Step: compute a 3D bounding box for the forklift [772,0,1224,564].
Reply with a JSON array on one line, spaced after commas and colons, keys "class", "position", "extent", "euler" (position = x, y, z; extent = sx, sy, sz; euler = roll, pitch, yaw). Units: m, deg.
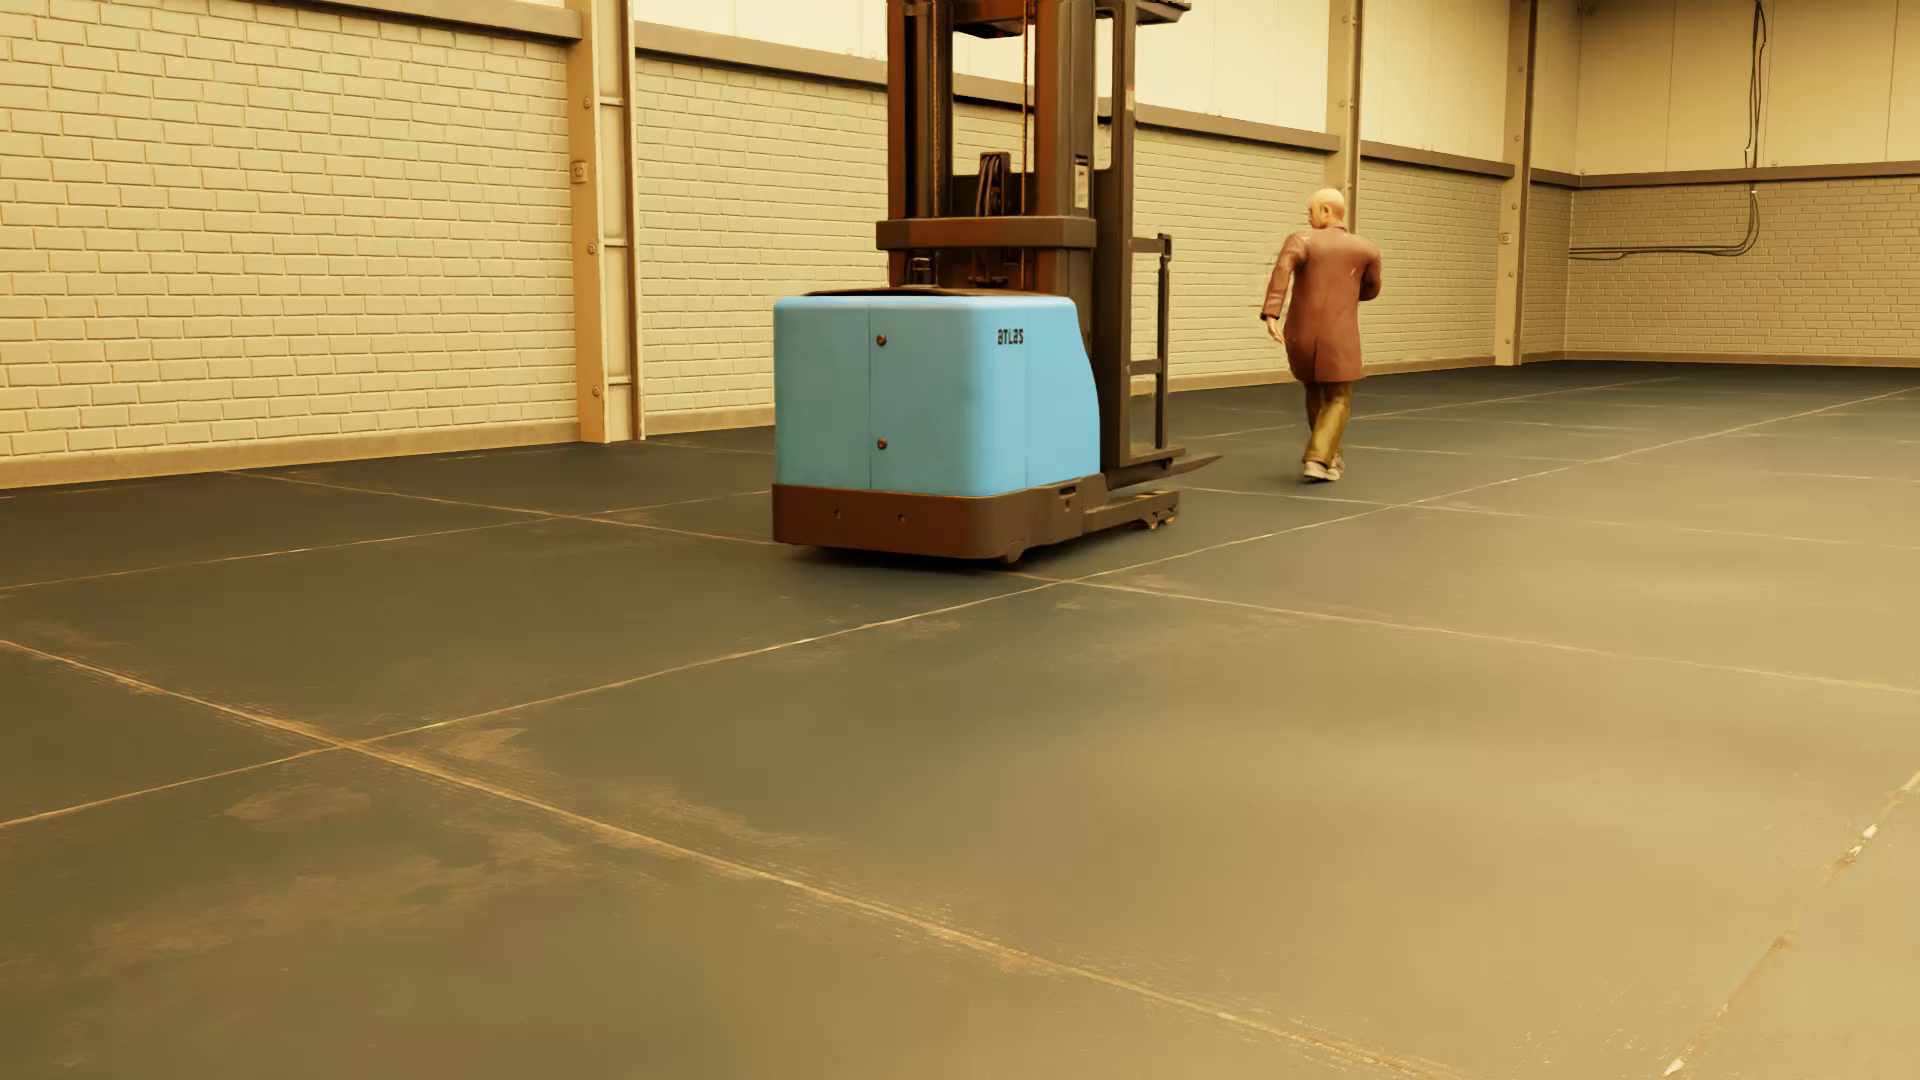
[{"class": "forklift", "position": [0.391, -1.527, 7.719], "extent": [1.130, 2.935, 3.031], "euler": [5, 10, 29]}]

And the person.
[{"class": "person", "position": [2.151, -1.198, 9.836], "extent": [0.613, 1.727, 1.010], "euler": [3, 9, 20]}]
